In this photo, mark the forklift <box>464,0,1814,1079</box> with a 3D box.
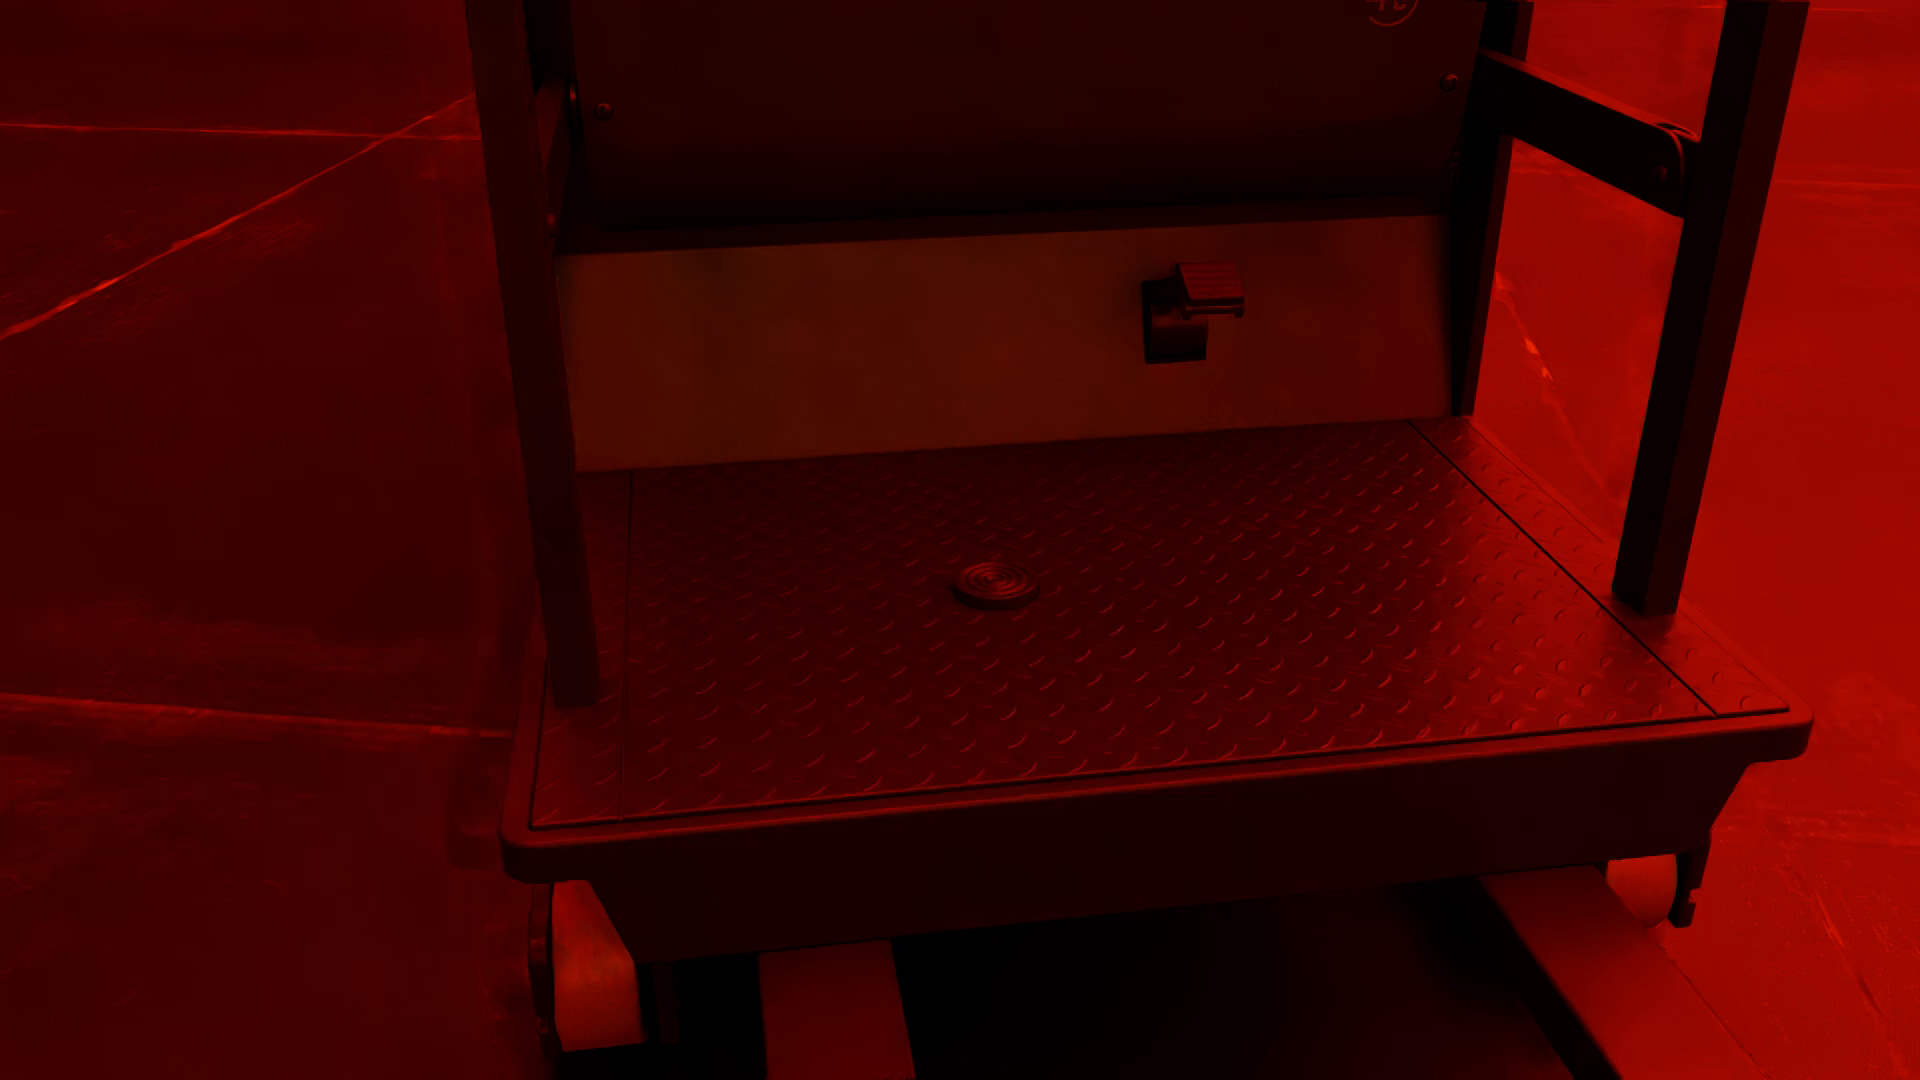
[{"bbox_3d":[0.115,-1.011,1.243,1.130,2.935,3.031,-4,27,-8],"label":"forklift"}]
